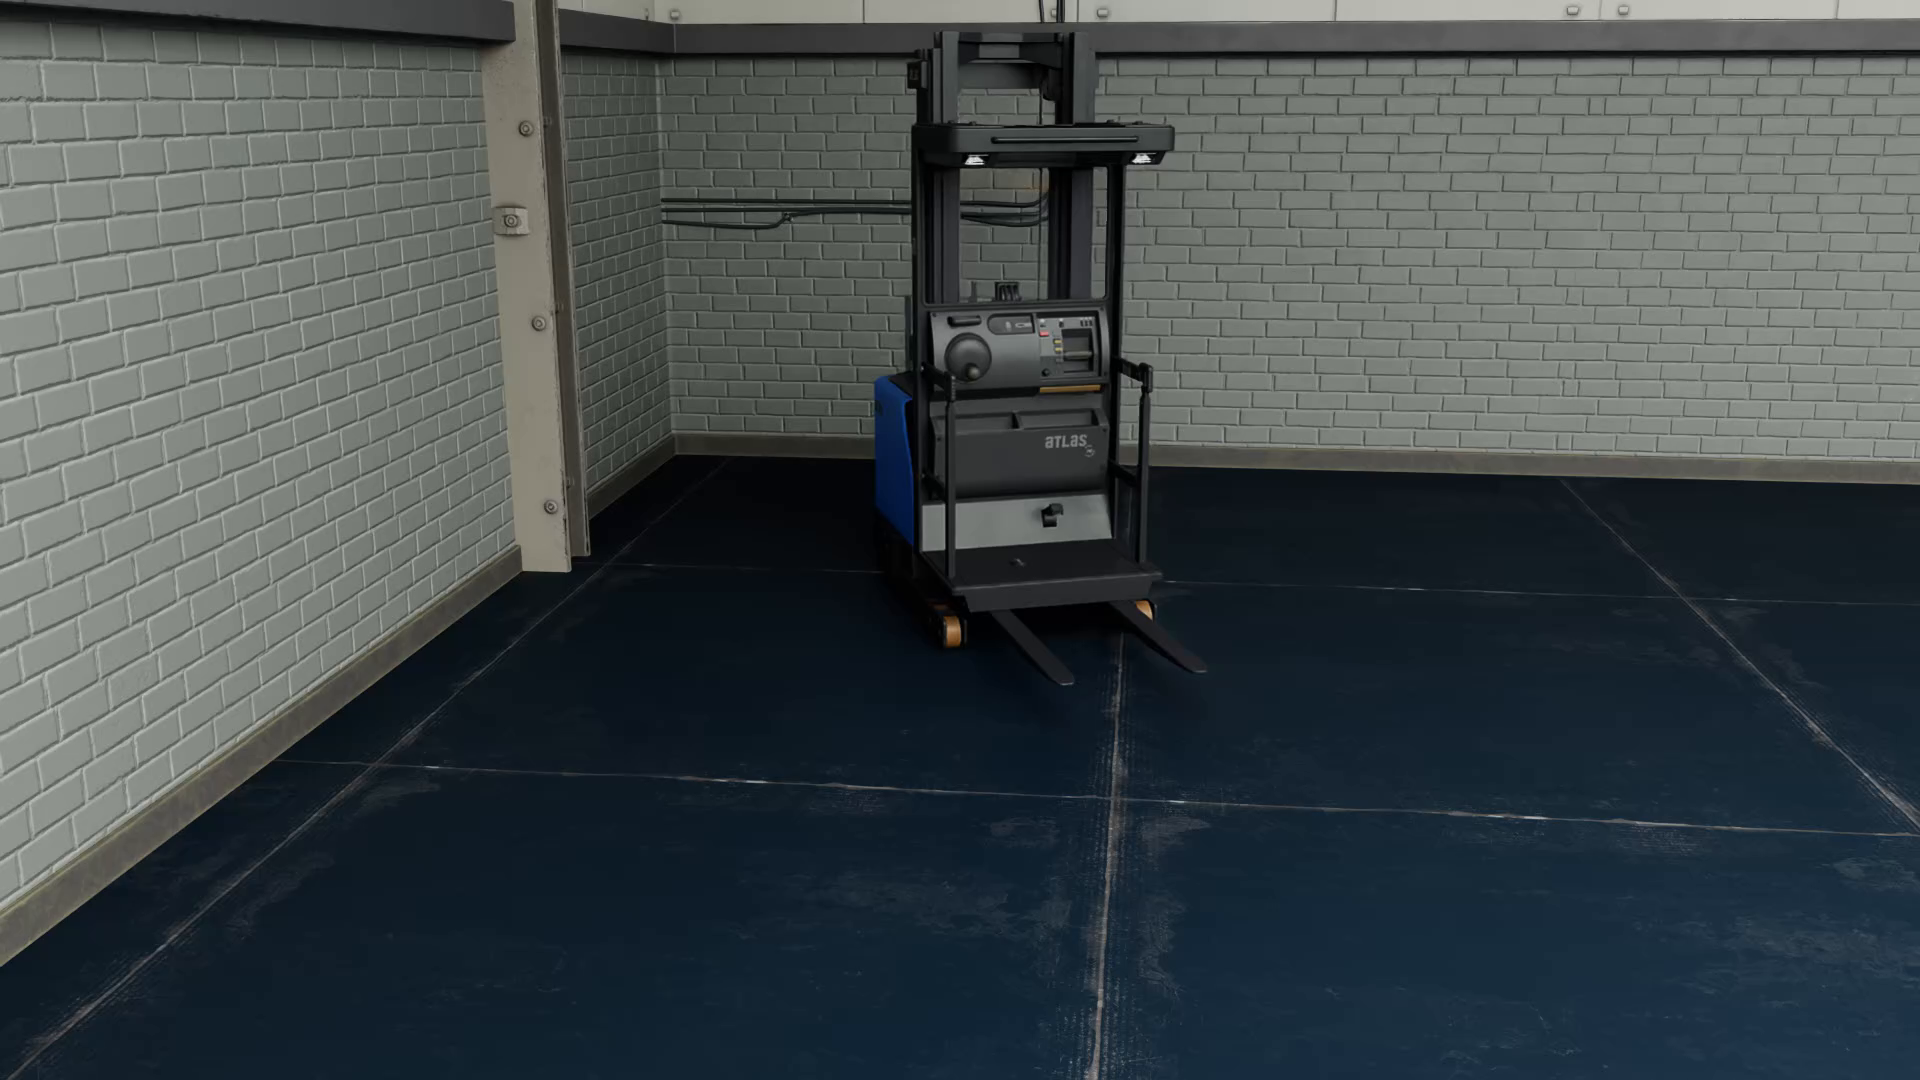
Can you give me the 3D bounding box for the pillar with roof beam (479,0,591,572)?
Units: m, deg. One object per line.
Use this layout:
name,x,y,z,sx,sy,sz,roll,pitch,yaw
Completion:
pillar with roof beam,1.914,-4.089,8.046,9.100,9.000,0.400,2,15,6

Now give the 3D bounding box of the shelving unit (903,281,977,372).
shelving unit,-0.107,-0.796,10.234,0.431,1.500,0.755,0,15,2

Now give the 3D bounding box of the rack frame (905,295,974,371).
rack frame,-0.118,-0.701,9.881,0.400,1.500,0.023,0,15,2

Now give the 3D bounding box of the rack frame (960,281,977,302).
rack frame,-0.096,-0.892,10.587,0.400,1.500,0.023,0,15,2

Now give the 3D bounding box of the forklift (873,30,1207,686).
forklift,0.362,-0.991,8.211,1.130,2.935,3.031,-4,16,-14

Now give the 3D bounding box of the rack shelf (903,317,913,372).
rack shelf,-0.107,-1.173,10.132,0.431,0.370,0.720,0,15,2

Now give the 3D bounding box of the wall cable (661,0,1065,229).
wall cable,-0.717,-3.442,11.601,3.097,2.526,0.112,2,15,6
